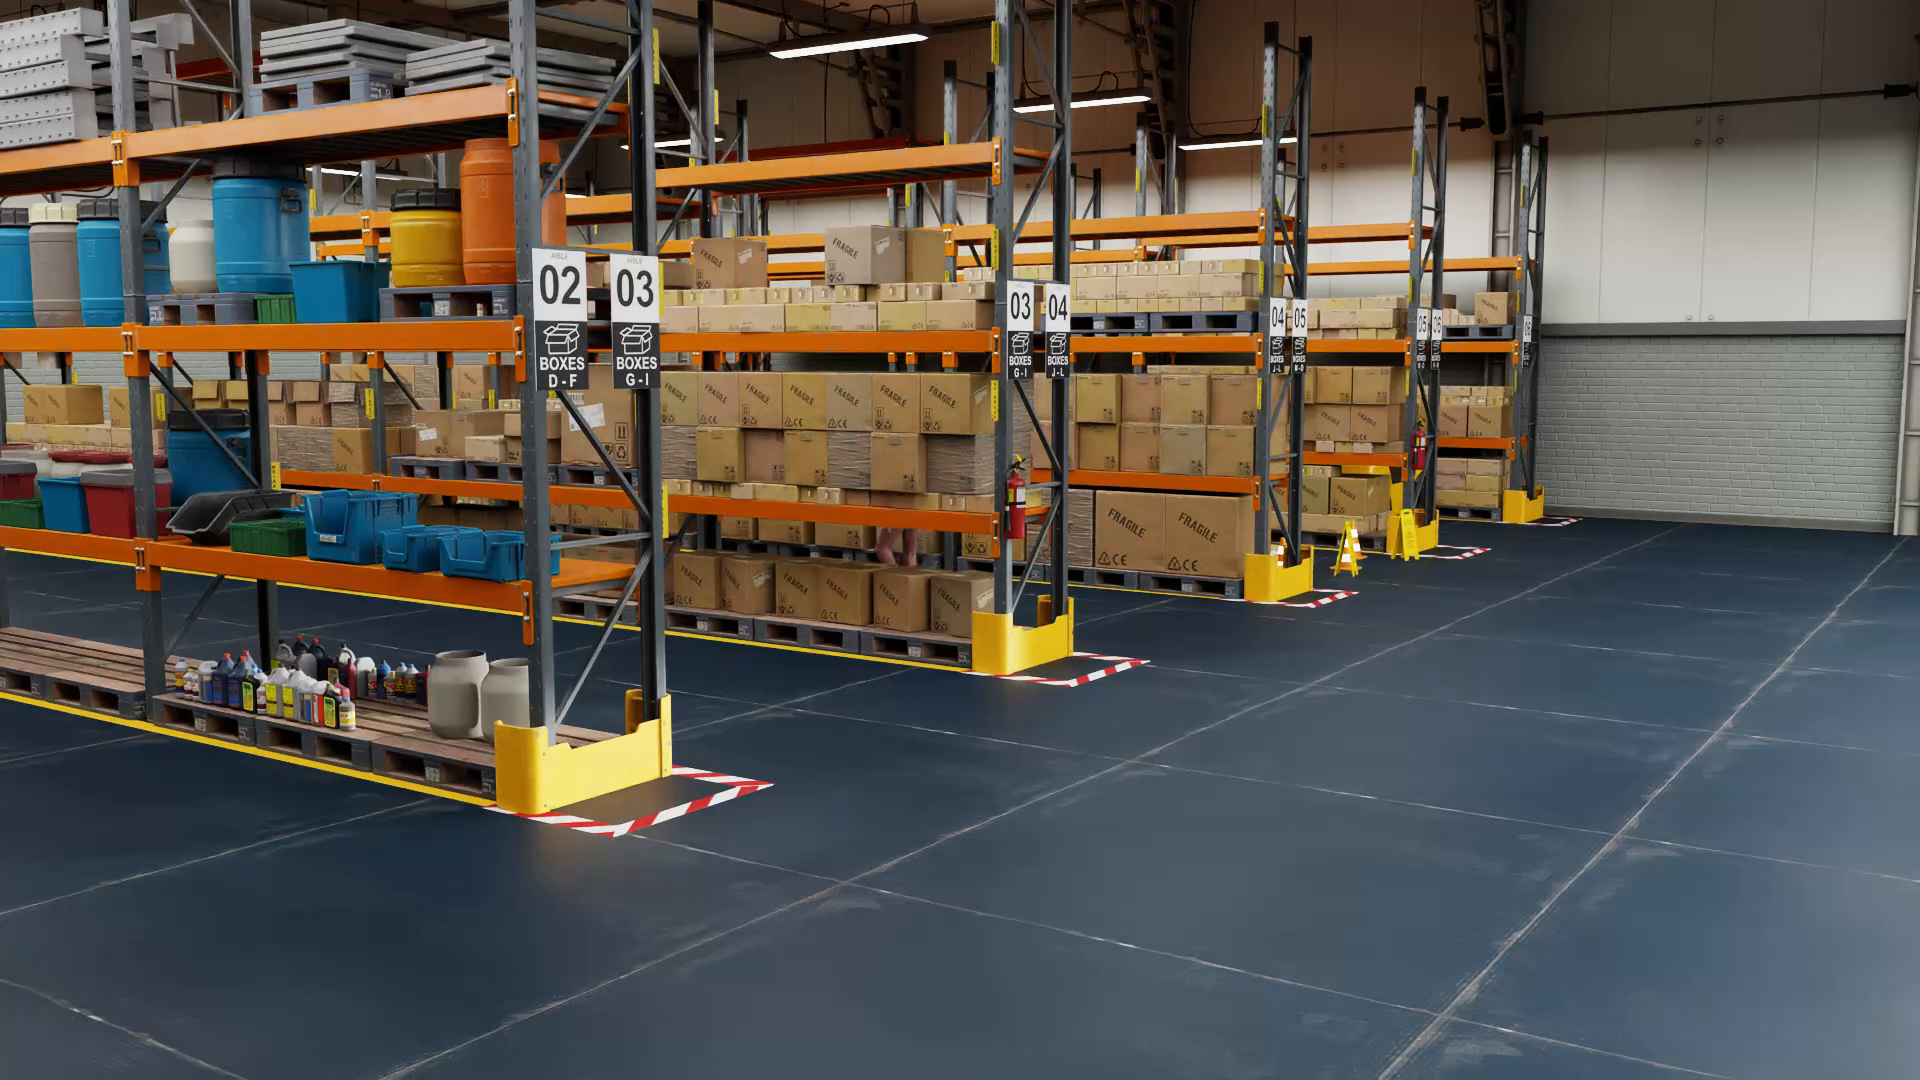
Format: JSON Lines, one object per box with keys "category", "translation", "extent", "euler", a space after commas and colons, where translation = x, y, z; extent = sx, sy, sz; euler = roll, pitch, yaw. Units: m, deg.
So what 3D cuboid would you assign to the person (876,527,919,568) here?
{"category": "person", "translation": [-0.596, -0.199, 17.575], "extent": [0.510, 1.686, 0.402], "euler": [-4, 7, -29]}
